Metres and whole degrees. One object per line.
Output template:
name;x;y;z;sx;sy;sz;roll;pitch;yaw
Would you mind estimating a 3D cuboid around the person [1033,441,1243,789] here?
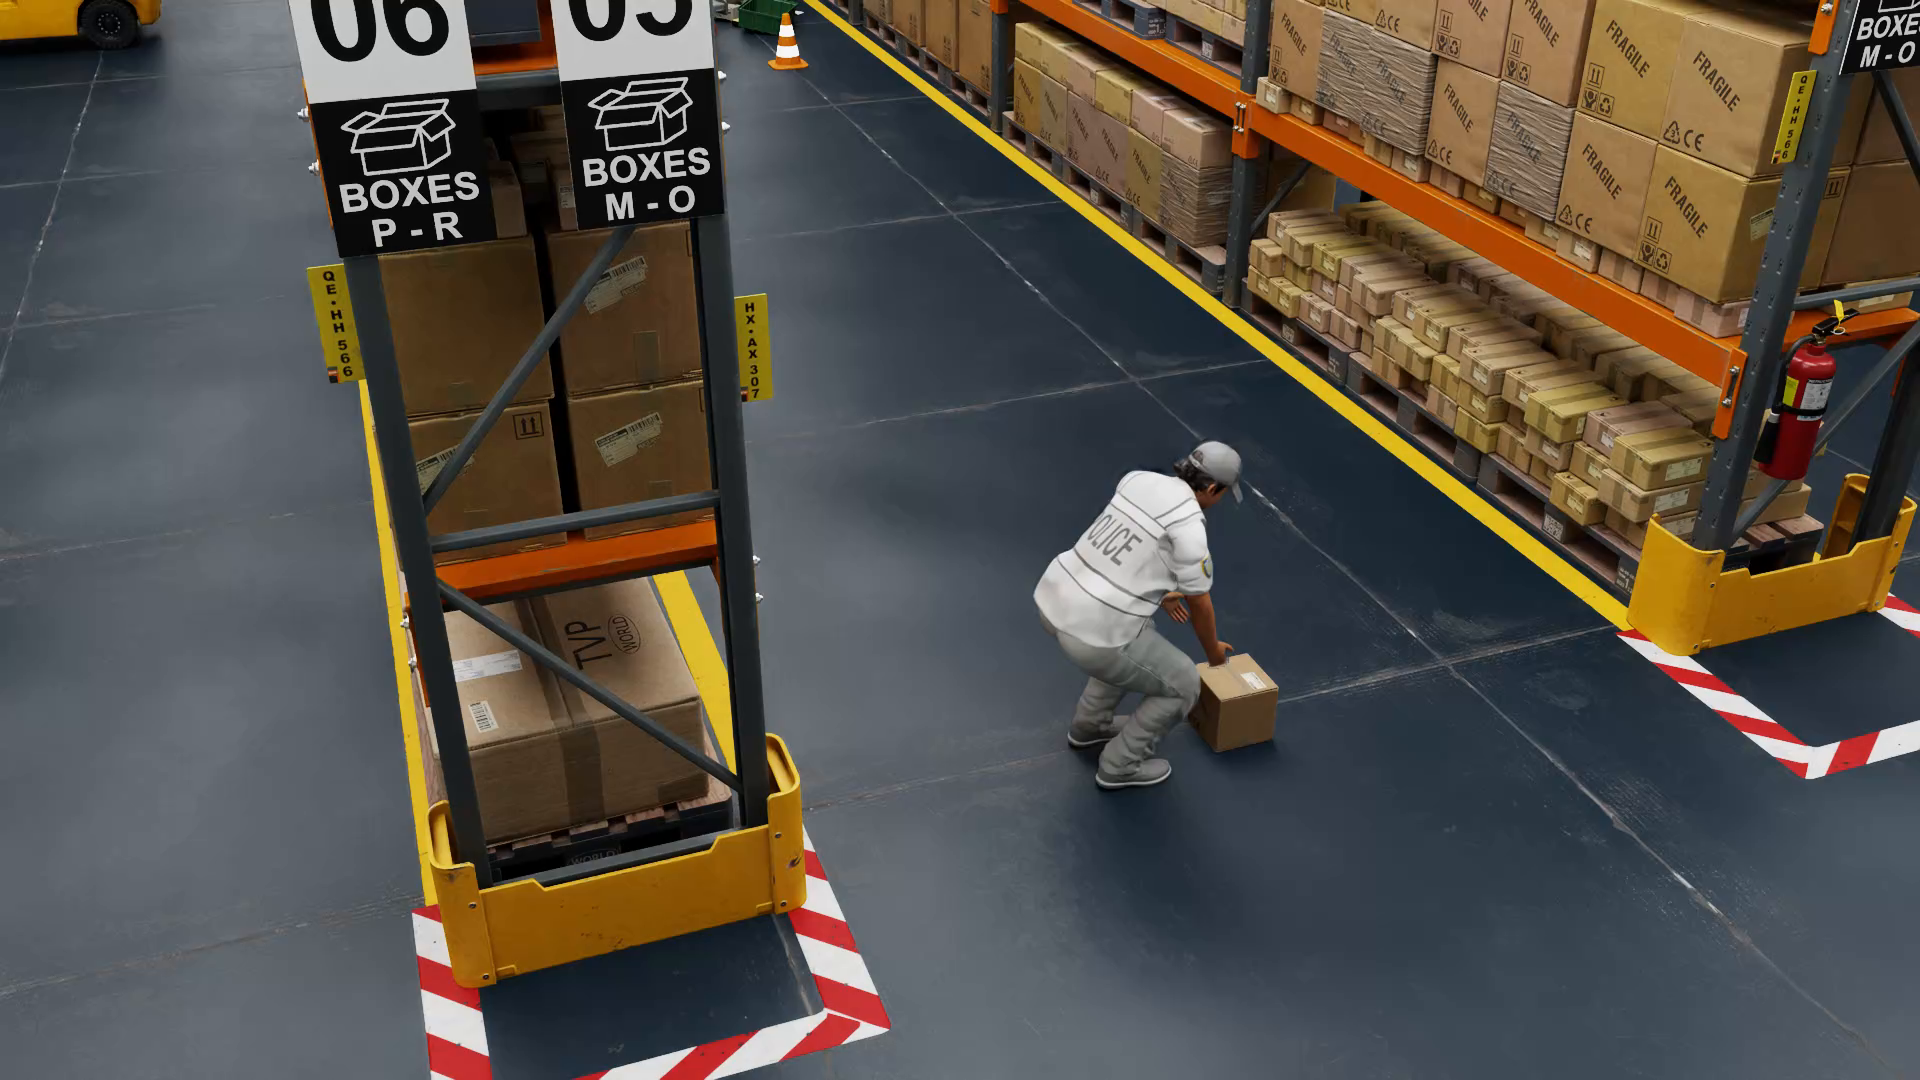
person;0.655;0.259;6.087;0.786;1.265;0.540;-10;32;-17
